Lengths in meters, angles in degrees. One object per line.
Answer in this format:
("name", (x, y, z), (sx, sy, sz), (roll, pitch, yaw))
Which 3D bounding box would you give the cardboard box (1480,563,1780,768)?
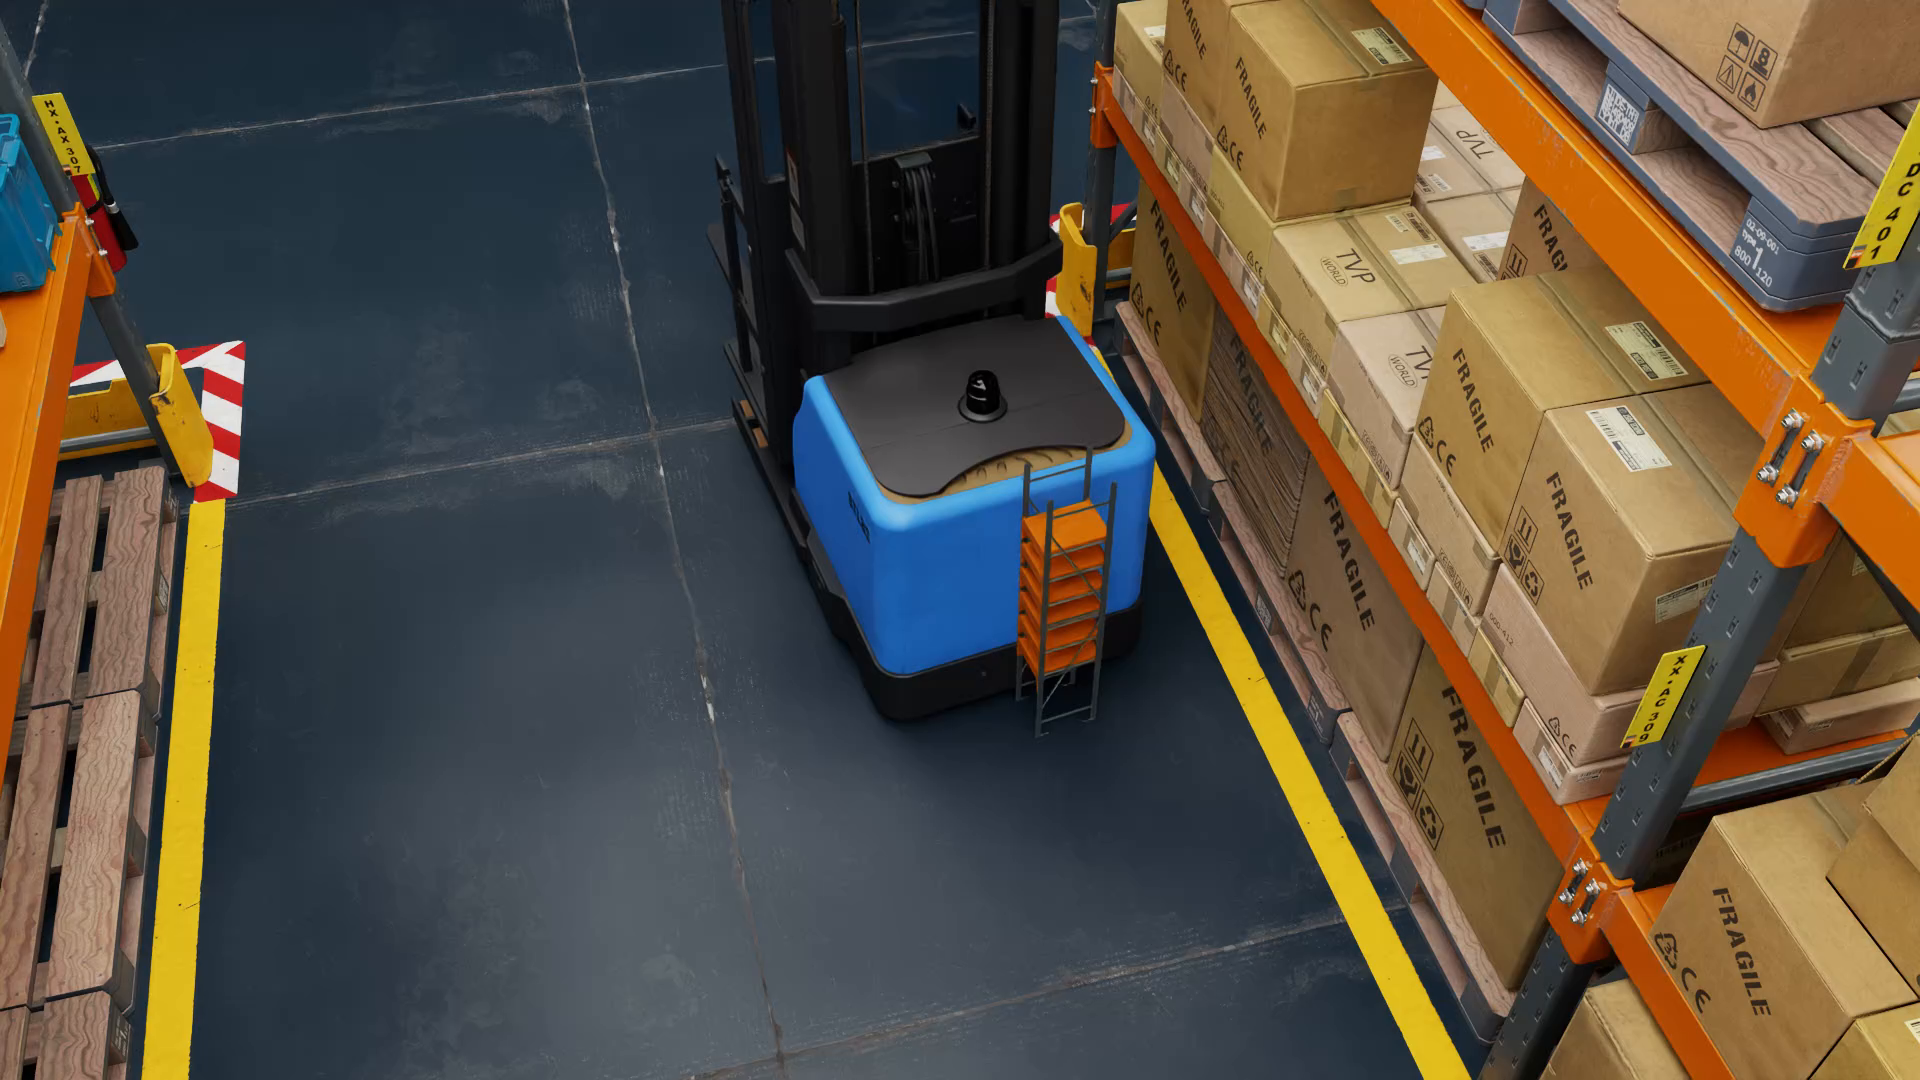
("cardboard box", (1.708, 0.267, 4.284), (0.500, 0.250, 0.500), (-12, 47, -11))

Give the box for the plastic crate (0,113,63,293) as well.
("plastic crate", (-3.471, -1.116, 5.677), (0.616, 0.435, 0.499), (-11, 47, -10))

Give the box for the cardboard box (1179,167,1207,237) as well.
("cardboard box", (1.024, -1.259, 6.059), (0.380, 0.149, 0.250), (-11, 47, -11))

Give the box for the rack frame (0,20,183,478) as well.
("rack frame", (-3.737, -1.280, 5.904), (1.000, 3.000, 0.127), (-11, 47, -10))

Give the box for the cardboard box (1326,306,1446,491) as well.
("cardboard box", (1.443, -0.442, 4.979), (0.500, 0.250, 0.500), (-10, 46, -10))

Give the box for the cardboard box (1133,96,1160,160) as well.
("cardboard box", (0.890, -1.615, 6.409), (0.380, 0.149, 0.250), (-11, 47, -11))

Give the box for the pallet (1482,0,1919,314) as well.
("pallet", (1.876, -1.010, 3.601), (1.003, 0.211, 1.213), (-11, 47, -10))

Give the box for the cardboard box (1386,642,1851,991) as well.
("cardboard box", (1.983, 0.702, 5.155), (0.875, 0.875, 0.875), (-11, 47, -10))

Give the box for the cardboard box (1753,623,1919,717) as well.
("cardboard box", (2.208, 0.152, 4.397), (0.500, 0.250, 0.500), (-11, 47, -11))

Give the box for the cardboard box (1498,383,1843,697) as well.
("cardboard box", (1.699, -0.007, 4.028), (0.500, 0.500, 0.500), (-9, 46, -9))

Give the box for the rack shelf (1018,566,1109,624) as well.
("rack shelf", (0.351, 0.154, 5.653), (0.258, 0.103, 0.180), (-16, 48, -15))

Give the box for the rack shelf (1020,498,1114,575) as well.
("rack shelf", (0.351, -0.014, 5.482), (0.258, 0.103, 0.180), (-16, 48, -15))

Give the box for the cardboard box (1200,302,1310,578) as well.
("cardboard box", (1.525, -0.533, 6.366), (0.875, 0.875, 0.875), (-11, 47, -10))

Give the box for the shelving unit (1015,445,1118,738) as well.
("shelving unit", (0.351, 0.207, 5.707), (0.258, 1.200, 0.189), (-16, 48, -15))

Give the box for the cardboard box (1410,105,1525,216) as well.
("cardboard box", (1.692, -1.250, 5.771), (0.500, 0.250, 0.500), (-12, 47, -12))

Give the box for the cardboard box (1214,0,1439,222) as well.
("cardboard box", (1.179, -1.417, 5.410), (0.500, 0.500, 0.500), (-12, 47, -11))

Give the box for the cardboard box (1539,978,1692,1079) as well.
("cardboard box", (2.258, 1.611, 4.265), (1.225, 0.875, 0.875), (-11, 47, -10))

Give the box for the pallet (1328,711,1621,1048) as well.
("pallet", (1.956, 1.013, 5.610), (1.003, 0.211, 1.213), (-11, 47, -10))

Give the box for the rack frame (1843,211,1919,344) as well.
("rack frame", (2.075, -1.524, 1.943), (1.000, 3.000, 0.127), (-11, 47, -10))

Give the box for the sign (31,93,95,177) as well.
("sign", (-3.209, -1.449, 5.956), (0.100, 0.325, 0.005), (-11, 47, -10))

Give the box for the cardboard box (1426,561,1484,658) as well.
("cardboard box", (1.549, 0.158, 4.671), (0.380, 0.149, 0.250), (-11, 47, -11))

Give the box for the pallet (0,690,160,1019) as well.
("pallet", (-3.254, 1.113, 5.511), (1.003, 0.211, 1.213), (-11, 47, -10))

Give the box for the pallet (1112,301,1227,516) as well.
("pallet", (1.331, -0.672, 7.261), (1.003, 0.211, 1.213), (-11, 47, -10))

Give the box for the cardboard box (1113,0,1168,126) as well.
("cardboard box", (0.913, -1.857, 6.366), (0.500, 0.250, 0.500), (-12, 47, -11))

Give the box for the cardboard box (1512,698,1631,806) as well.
("cardboard box", (1.680, 0.513, 4.323), (0.380, 0.149, 0.250), (-10, 47, -10))

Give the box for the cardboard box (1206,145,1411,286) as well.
("cardboard box", (1.178, -1.151, 5.675), (0.500, 0.250, 0.500), (-12, 47, -12))

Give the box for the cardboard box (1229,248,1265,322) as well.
("cardboard box", (1.154, -0.905, 5.713), (0.380, 0.149, 0.250), (-11, 47, -11))

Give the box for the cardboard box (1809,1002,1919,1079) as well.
("cardboard box", (2.081, 1.251, 3.354), (0.500, 0.500, 0.500), (-11, 47, -10))

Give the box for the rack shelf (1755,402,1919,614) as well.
("rack shelf", (2.587, 1.159, 1.918), (1.077, 0.370, 4.000), (-11, 47, -10))

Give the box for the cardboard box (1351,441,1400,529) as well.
("cardboard box", (1.416, -0.197, 5.019), (0.380, 0.149, 0.250), (-10, 46, -10))

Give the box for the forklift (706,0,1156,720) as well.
("forklift", (-0.334, -1.446, 6.115), (1.130, 2.935, 3.031), (-16, 48, -15))

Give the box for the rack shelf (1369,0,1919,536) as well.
("rack shelf", (1.563, -1.603, 4.624), (1.077, 0.370, 4.000), (-11, 47, -10))

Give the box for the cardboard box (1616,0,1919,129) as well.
("cardboard box", (1.817, -1.220, 3.311), (0.700, 0.500, 0.500), (-13, 47, -13))

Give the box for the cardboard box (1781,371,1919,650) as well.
("cardboard box", (2.200, -0.116, 4.135), (0.500, 0.500, 0.500), (-11, 47, -10))

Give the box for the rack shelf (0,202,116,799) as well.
("rack shelf", (-3.225, 0.353, 4.808), (1.077, 0.370, 4.000), (-11, 47, -10))

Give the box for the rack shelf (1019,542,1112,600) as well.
("rack shelf", (0.351, 0.070, 5.568), (0.258, 0.103, 0.180), (-16, 48, -15))

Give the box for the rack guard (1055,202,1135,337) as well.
("rack guard", (1.045, -1.327, 7.701), (1.175, 0.500, 0.348), (-11, 47, -10))

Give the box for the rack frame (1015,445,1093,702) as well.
("rack frame", (0.317, 0.146, 5.767), (0.240, 1.200, 0.006), (-16, 48, -15))

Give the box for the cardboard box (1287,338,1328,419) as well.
("cardboard box", (1.287, -0.550, 5.365), (0.380, 0.149, 0.250), (-10, 46, -10))
